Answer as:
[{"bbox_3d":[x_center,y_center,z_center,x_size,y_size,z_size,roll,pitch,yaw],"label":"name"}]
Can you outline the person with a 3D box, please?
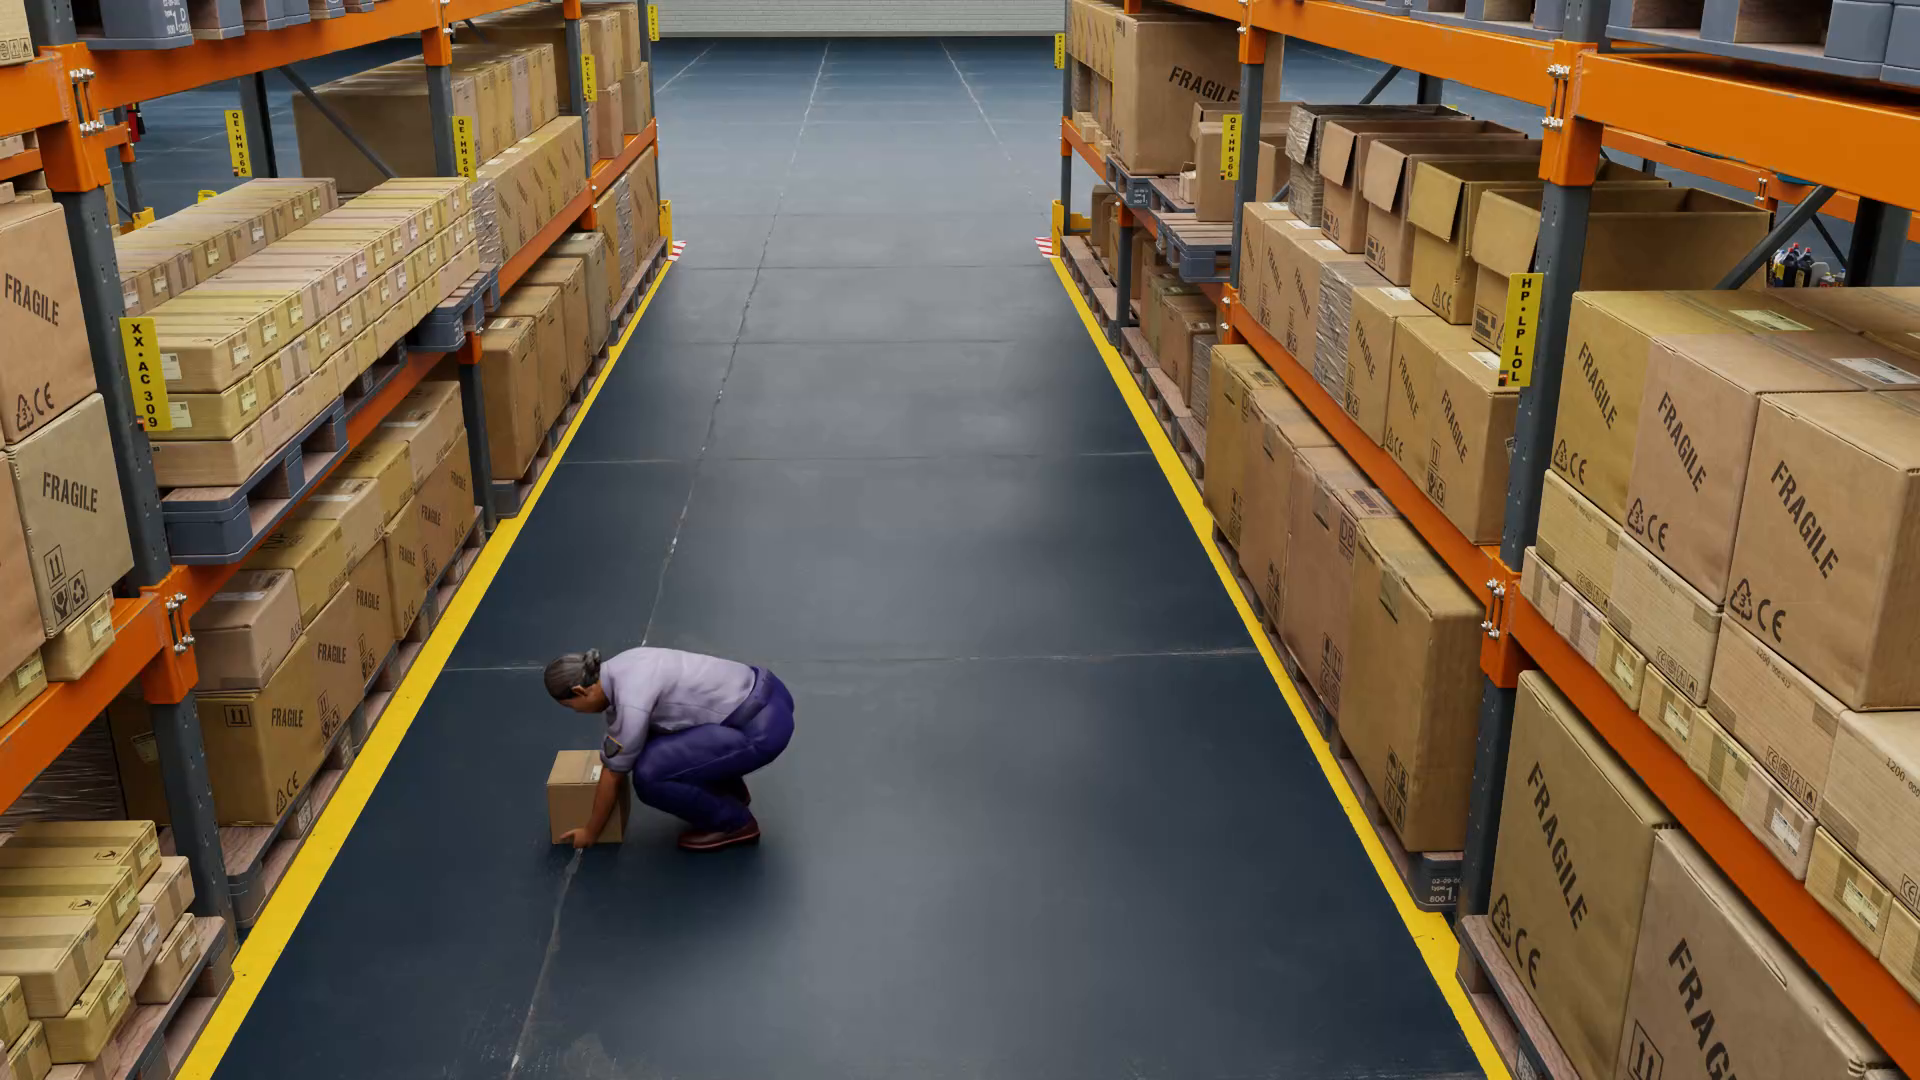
[{"bbox_3d":[-1.032,0.741,6.017,0.870,0.746,0.506,-2,21,-4],"label":"person"}]
